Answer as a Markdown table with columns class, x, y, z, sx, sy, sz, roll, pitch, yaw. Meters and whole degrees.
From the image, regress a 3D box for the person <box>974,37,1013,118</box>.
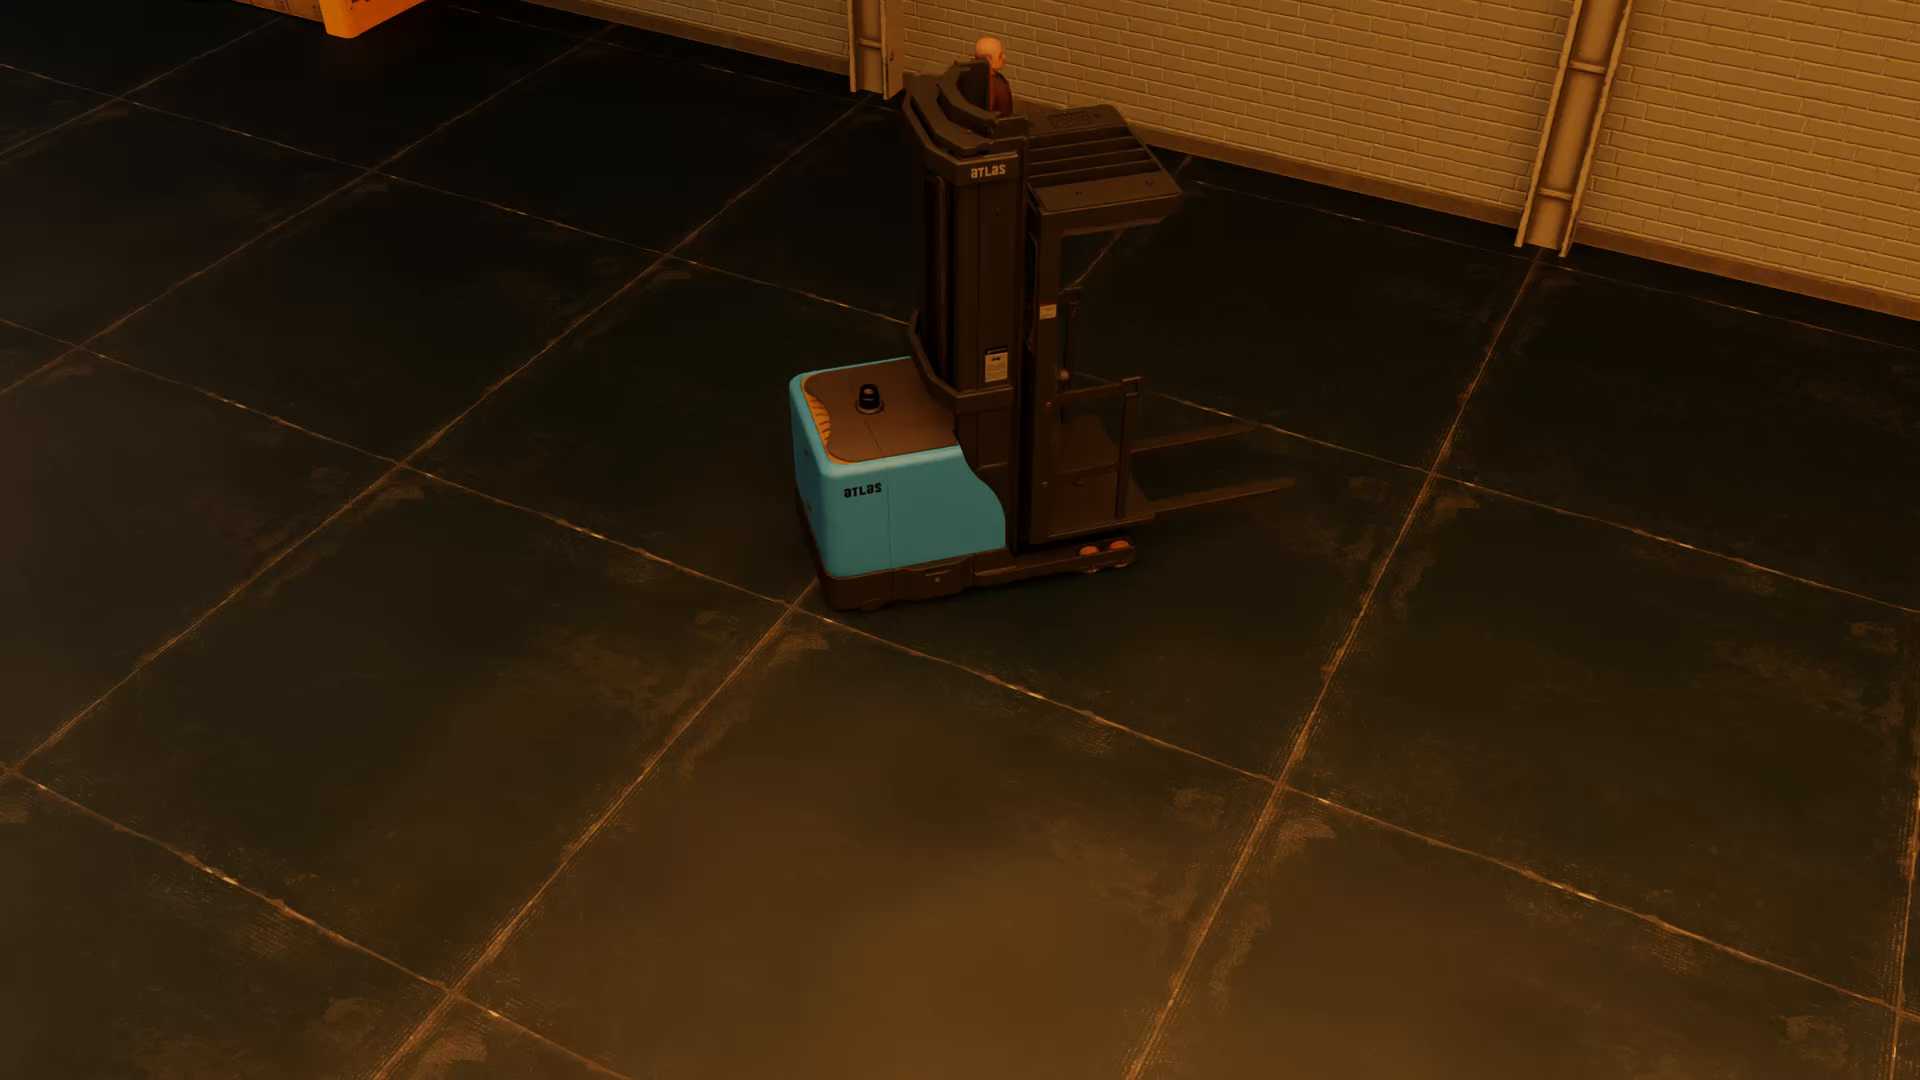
| class | x | y | z | sx | sy | sz | roll | pitch | yaw |
| --- | --- | --- | --- | --- | --- | --- | --- | --- | --- |
| person | 0.259 | -2.852 | 12.265 | 0.388 | 1.782 | 0.548 | -4 | 40 | -4 |

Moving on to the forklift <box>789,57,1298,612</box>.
| class | x | y | z | sx | sy | sz | roll | pitch | yaw |
| --- | --- | --- | --- | --- | --- | --- | --- | --- | --- |
| forklift | 0.558 | -1.238 | 9.456 | 3.031 | 2.935 | 1.130 | -11 | 41 | -12 |
